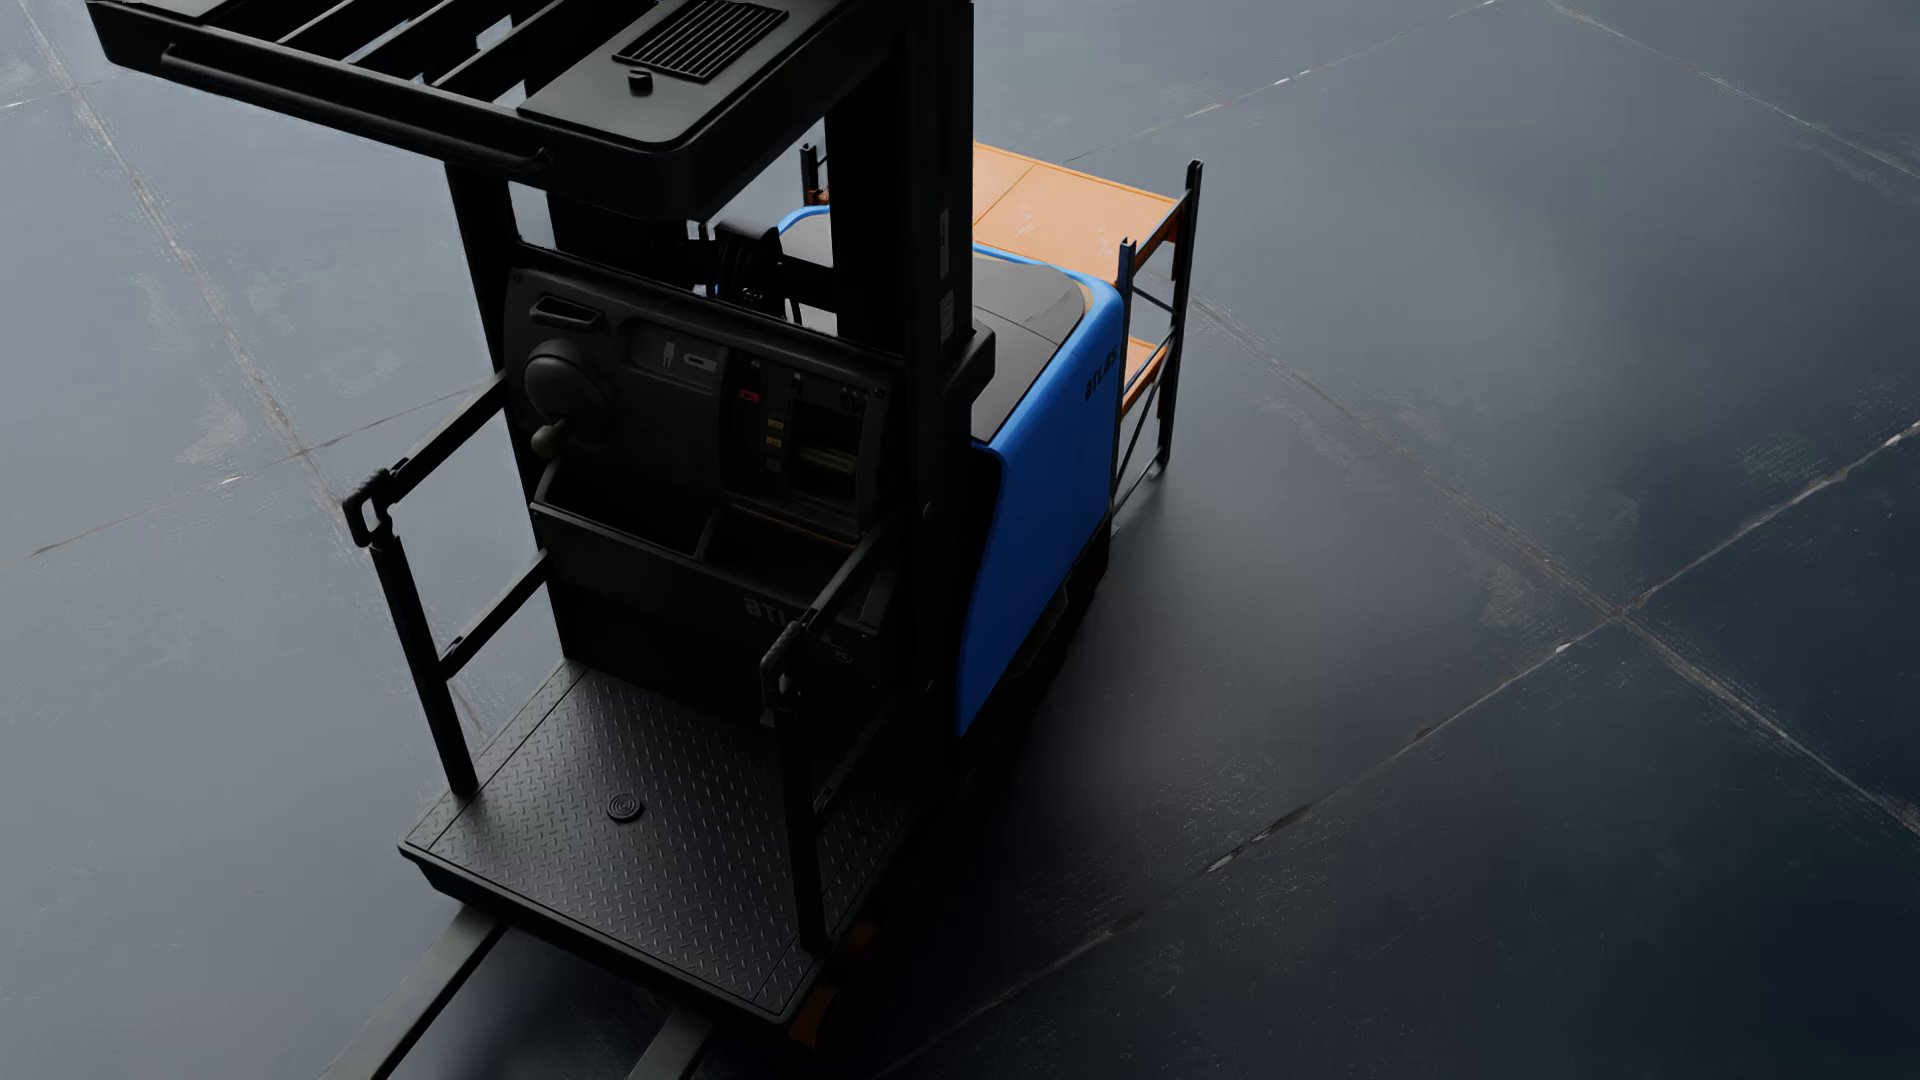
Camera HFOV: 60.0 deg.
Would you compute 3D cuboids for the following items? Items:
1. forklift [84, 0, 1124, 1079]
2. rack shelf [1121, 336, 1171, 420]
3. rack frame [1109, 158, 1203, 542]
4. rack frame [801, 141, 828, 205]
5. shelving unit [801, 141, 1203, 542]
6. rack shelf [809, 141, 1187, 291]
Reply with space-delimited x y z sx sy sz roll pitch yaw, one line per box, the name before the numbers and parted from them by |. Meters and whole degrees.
forklift | -0.657 -0.202 3.339 1.130 2.935 3.031 19 47 19
rack shelf | 0.118 -0.527 5.341 1.000 0.278 0.538 21 48 21
rack frame | 0.562 -0.532 4.993 0.032 1.125 0.500 21 48 21
rack frame | -0.326 -0.874 5.351 0.032 1.125 0.500 21 48 21
shelving unit | 0.118 -0.703 5.172 1.048 1.125 0.538 21 48 21
rack shelf | 0.118 -0.915 4.970 1.000 0.278 0.538 21 48 21
